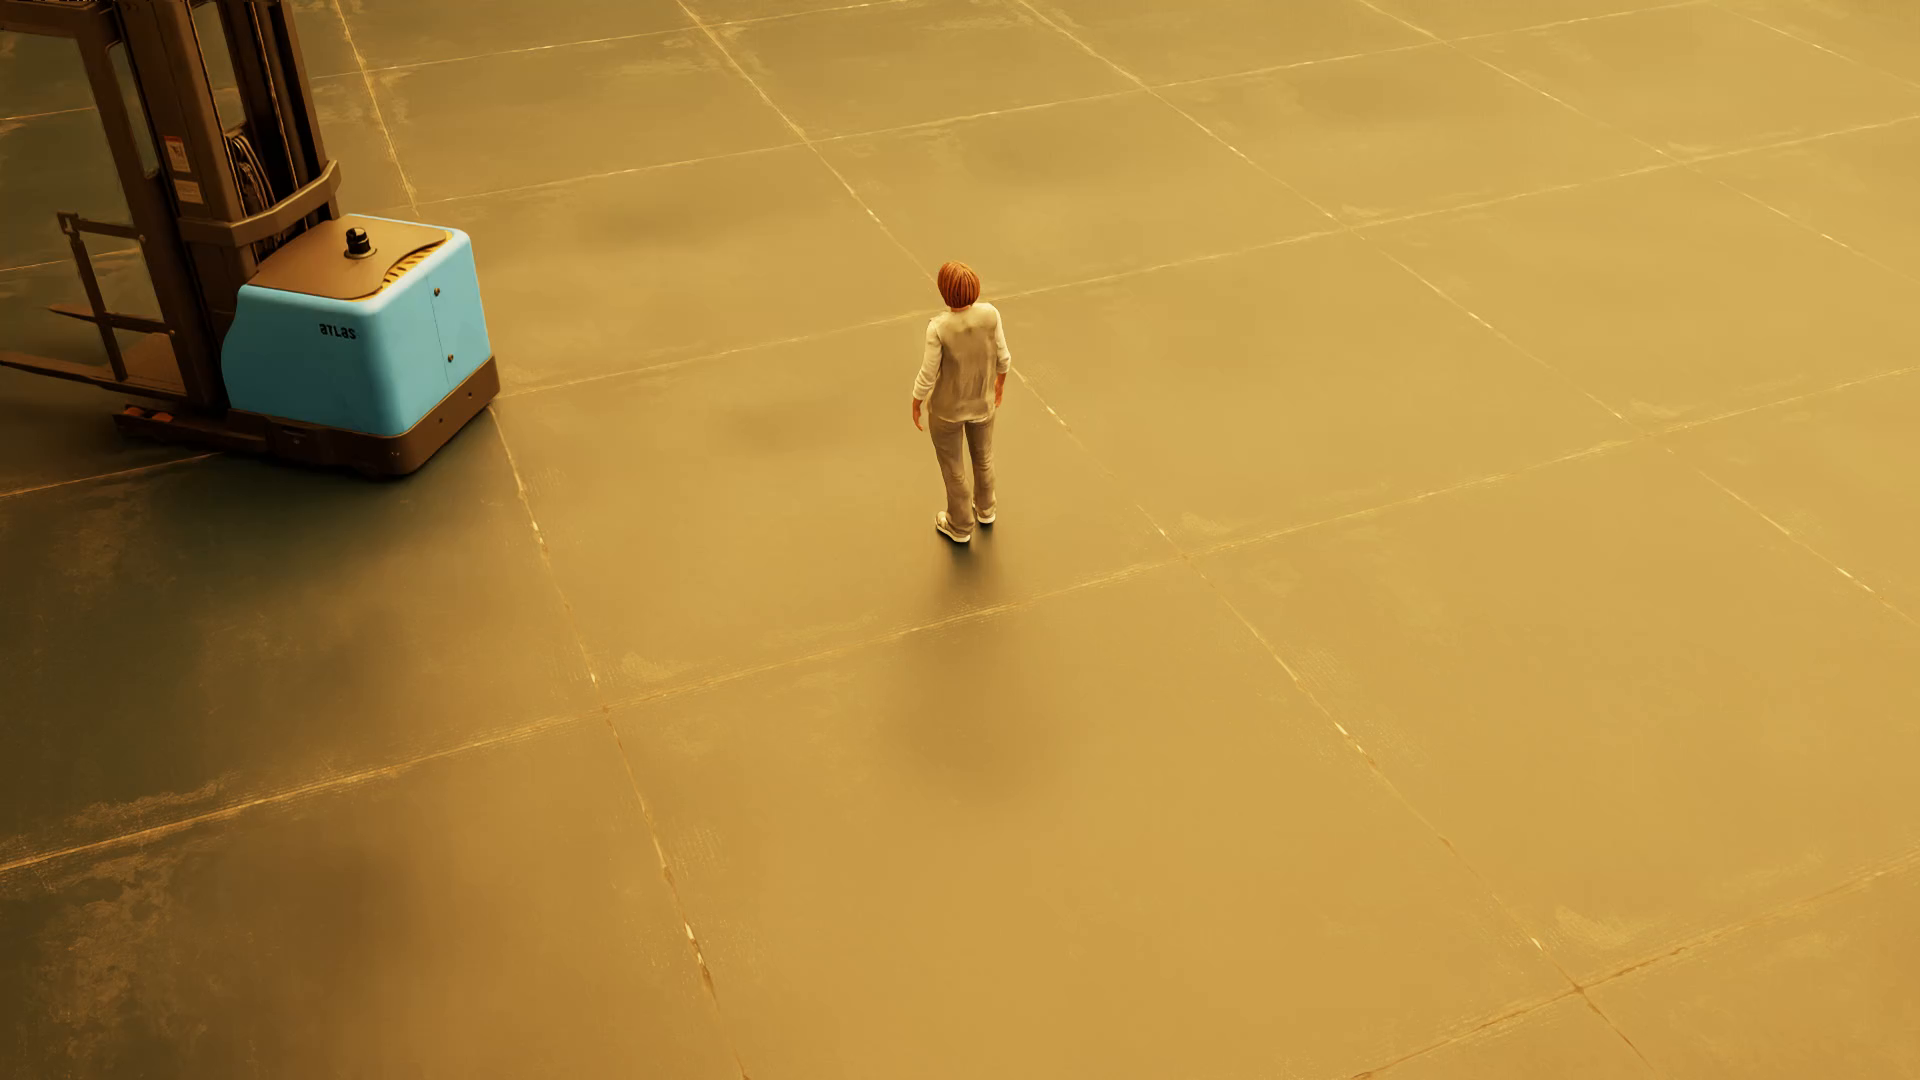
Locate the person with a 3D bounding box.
[{"bbox_3d":[-0.016,-0.699,8.220,0.521,1.596,0.475,-14,38,-19],"label":"person"}]

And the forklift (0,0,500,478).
[{"bbox_3d":[-4.266,-2.026,8.947,3.031,2.935,1.130,10,37,14],"label":"forklift"}]
